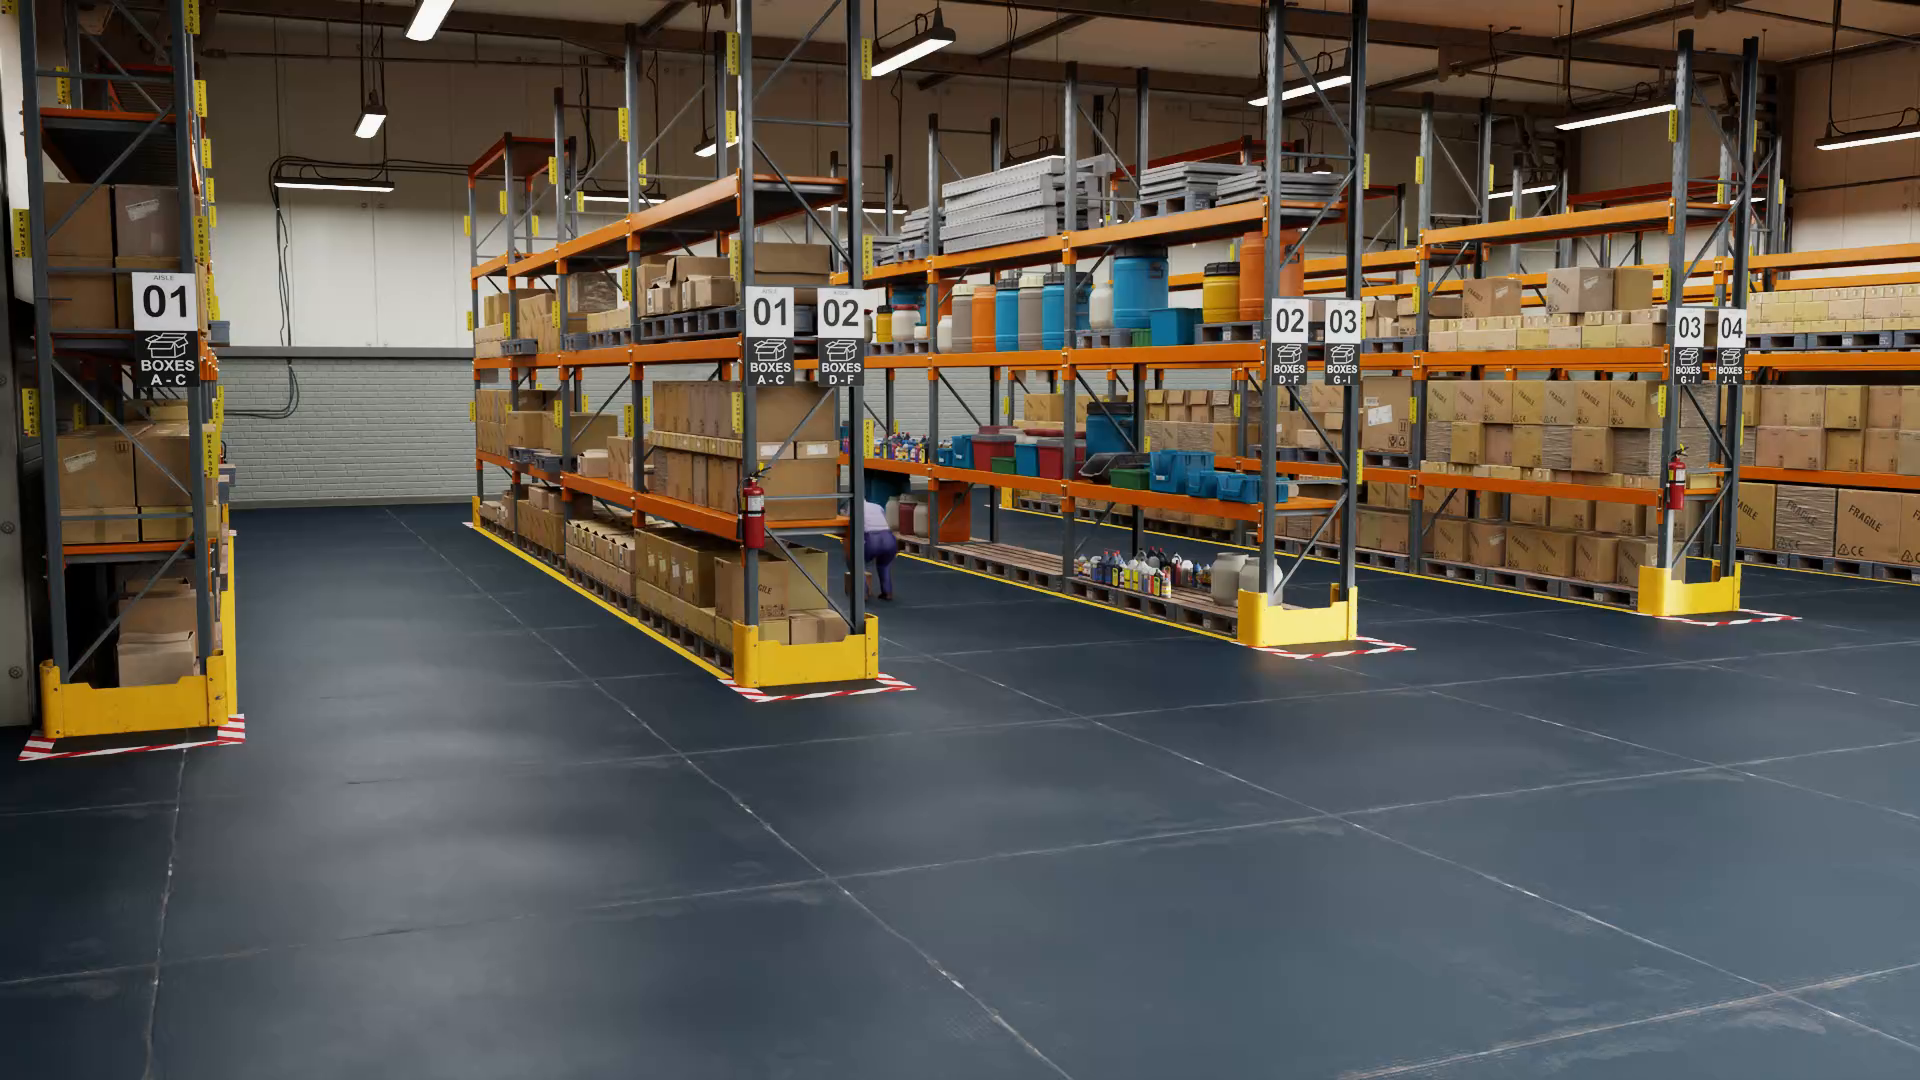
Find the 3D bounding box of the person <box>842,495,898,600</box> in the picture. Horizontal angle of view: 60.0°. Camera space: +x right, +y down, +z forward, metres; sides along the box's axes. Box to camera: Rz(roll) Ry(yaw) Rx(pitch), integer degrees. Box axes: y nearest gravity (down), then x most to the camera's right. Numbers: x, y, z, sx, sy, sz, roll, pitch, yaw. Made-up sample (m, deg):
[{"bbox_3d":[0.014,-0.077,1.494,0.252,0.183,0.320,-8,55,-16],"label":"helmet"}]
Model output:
[{"bbox_3d":[-1.022,0.075,18.688,0.539,1.198,0.742,-2,6,-24],"label":"person"}]
